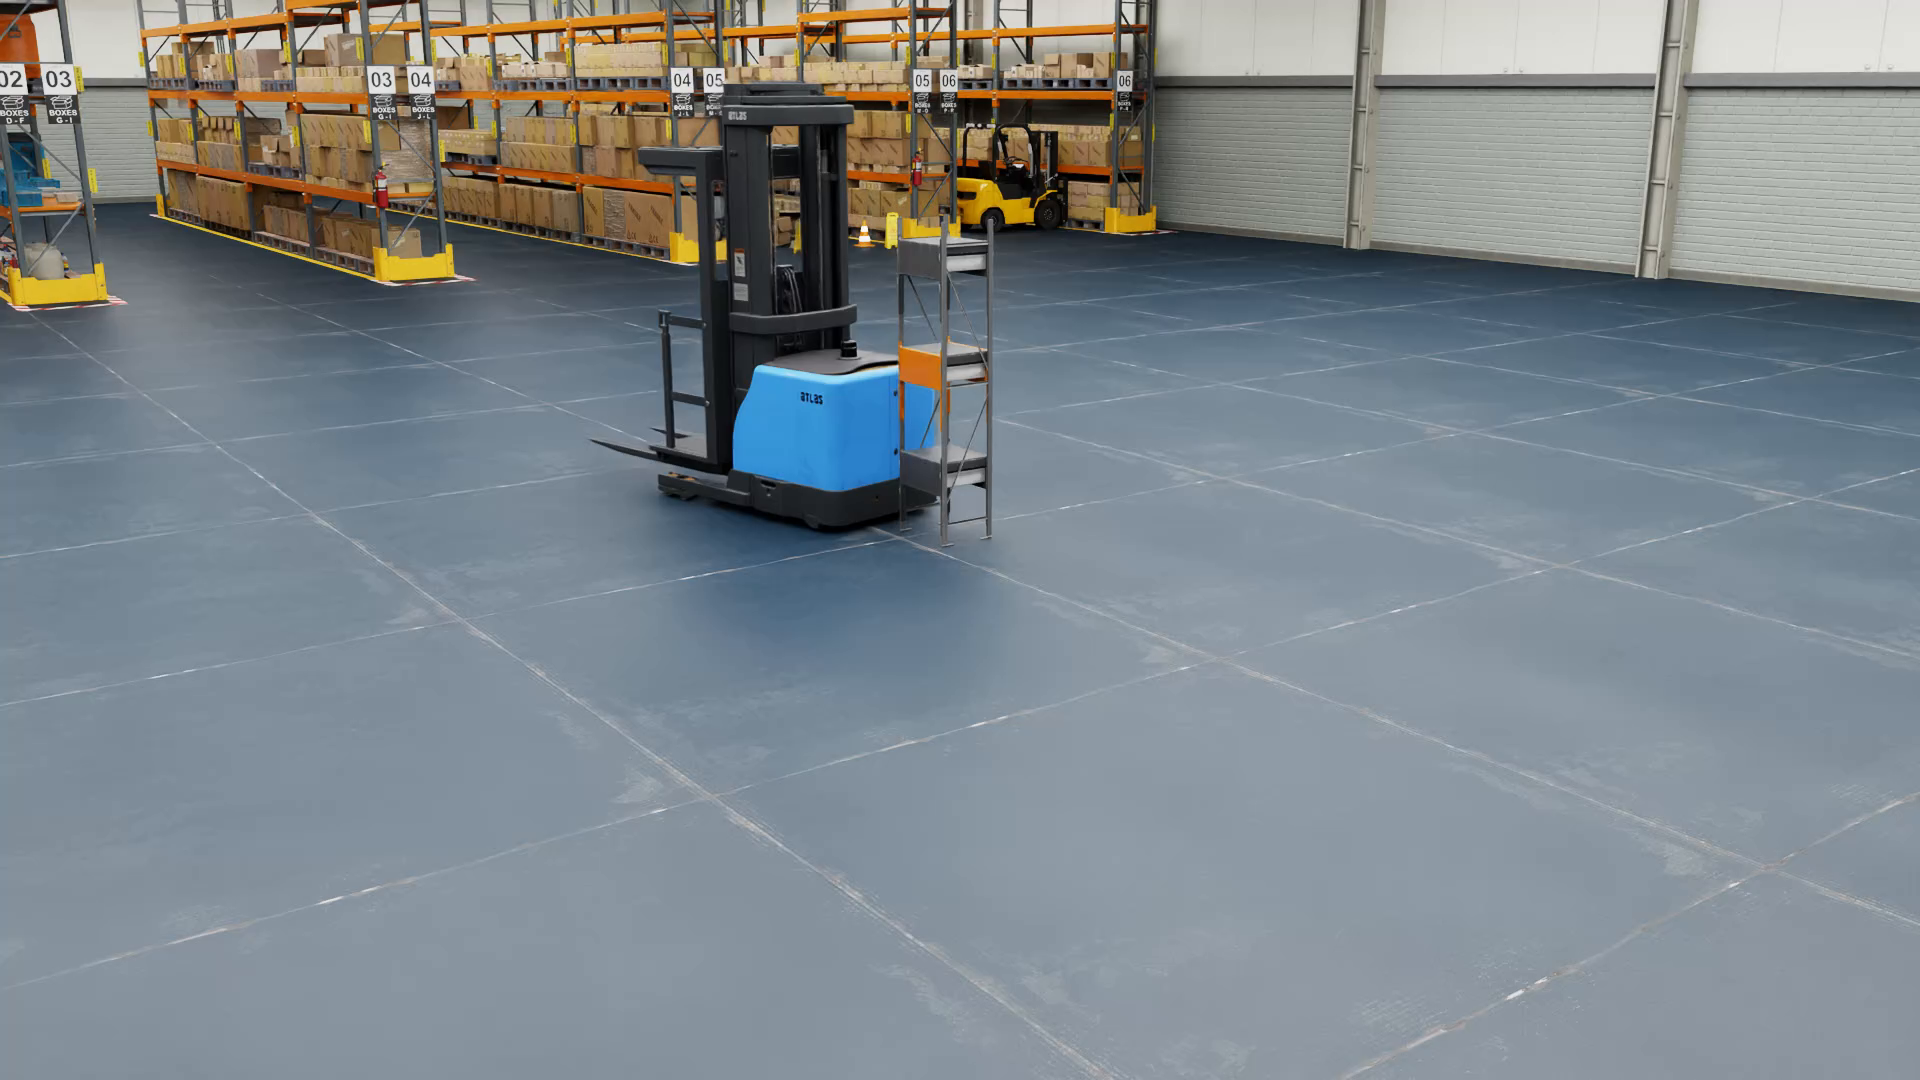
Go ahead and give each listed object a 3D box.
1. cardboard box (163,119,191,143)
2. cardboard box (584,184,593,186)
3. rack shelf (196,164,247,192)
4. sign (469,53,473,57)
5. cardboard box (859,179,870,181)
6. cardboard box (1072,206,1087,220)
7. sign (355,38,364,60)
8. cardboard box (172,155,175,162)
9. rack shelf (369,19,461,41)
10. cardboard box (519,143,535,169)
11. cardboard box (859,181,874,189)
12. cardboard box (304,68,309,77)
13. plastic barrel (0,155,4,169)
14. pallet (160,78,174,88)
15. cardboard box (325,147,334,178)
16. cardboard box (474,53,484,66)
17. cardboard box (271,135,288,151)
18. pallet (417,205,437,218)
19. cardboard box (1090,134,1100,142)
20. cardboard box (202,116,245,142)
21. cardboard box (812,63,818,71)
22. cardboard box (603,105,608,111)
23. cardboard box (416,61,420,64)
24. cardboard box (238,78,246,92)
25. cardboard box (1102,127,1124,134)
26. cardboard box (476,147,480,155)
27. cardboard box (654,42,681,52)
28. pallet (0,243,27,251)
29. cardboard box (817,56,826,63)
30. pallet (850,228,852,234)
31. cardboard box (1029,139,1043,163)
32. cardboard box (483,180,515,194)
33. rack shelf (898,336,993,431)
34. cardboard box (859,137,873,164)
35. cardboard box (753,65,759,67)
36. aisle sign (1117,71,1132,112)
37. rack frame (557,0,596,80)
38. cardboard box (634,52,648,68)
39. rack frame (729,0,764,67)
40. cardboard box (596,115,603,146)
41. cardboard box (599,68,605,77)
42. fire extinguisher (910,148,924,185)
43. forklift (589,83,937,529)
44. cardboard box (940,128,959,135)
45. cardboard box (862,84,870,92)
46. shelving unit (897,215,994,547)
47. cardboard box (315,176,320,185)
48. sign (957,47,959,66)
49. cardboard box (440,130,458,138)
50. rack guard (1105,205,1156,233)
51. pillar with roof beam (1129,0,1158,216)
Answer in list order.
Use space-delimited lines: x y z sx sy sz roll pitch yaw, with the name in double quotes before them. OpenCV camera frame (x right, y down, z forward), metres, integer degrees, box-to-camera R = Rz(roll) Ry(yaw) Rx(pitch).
"cardboard box" -17.251 -9.037 36.713 0.500 0.500 0.500 -11 19 -36
"cardboard box" -9.433 -9.345 43.595 0.875 0.438 0.875 -12 19 -36
"rack shelf" -14.390 -7.337 33.564 1.077 0.370 4.000 -11 19 -35
"sign" -11.048 -10.833 37.565 0.100 0.325 0.005 -11 19 -35
"cardboard box" -2.203 -8.840 41.633 0.500 0.500 0.500 -10 18 -32
"cardboard box" 2.702 -6.894 34.994 0.500 0.250 0.500 -11 19 -35
"sign" -8.971 -7.341 24.855 0.100 0.325 0.005 -11 19 -35
"cardboard box" -17.071 -8.389 36.520 0.380 0.149 0.250 -11 19 -36
"rack shelf" -12.670 -11.832 38.628 1.077 0.370 4.000 -11 19 -35
"cardboard box" -8.500 -7.700 33.338 0.500 0.500 0.500 -11 19 -35
"cardboard box" -1.745 -6.947 32.540 0.380 0.149 0.250 -10 18 -32
"cardboard box" -10.709 -7.806 27.762 0.380 0.149 0.250 -12 19 -37
"plastic barrel" -15.254 -5.938 26.832 0.433 0.535 0.433 0 15 0
"pallet" -16.752 -9.952 36.241 1.003 0.211 1.213 -11 19 -35
"cardboard box" -10.007 -6.286 27.607 0.875 0.500 0.500 -11 19 -35
"cardboard box" -9.904 -10.023 34.693 0.396 0.266 0.258 -11 19 -35
"cardboard box" -12.455 -7.295 31.063 0.700 0.500 0.500 -8 17 -26
"pallet" -11.918 -7.652 38.636 1.003 0.211 1.213 -11 19 -35
"cardboard box" 2.914 -8.300 34.301 0.380 0.149 0.250 -11 18 -34
"cardboard box" -15.184 -8.508 34.390 0.797 0.503 0.637 -11 19 -36
"cardboard box" -2.749 -9.482 33.323 0.380 0.149 0.250 -10 18 -33
"cardboard box" -8.689 -10.792 41.512 0.380 0.149 0.250 -11 19 -36
"cardboard box" -12.063 -10.747 37.559 0.380 0.149 0.250 -10 18 -33
"cardboard box" -13.144 -8.492 31.022 0.500 0.250 0.500 -10 18 -34
"cardboard box" 3.137 -8.407 34.127 0.380 0.149 0.250 -11 19 -34
"cardboard box" -9.949 -8.174 34.940 0.380 0.149 0.250 -11 19 -35
"cardboard box" -4.911 -8.277 27.935 0.380 0.149 0.250 -11 19 -34
"pallet" -16.796 -4.972 28.842 1.003 0.211 1.213 -11 19 -35
"cardboard box" -3.167 -10.051 34.977 0.500 0.250 0.500 -11 19 -36
"pallet" -2.423 -6.458 34.272 1.003 0.211 1.213 -11 19 -35
"cardboard box" 1.835 -8.409 35.927 0.500 0.500 0.500 -11 19 -35
"cardboard box" -9.757 -7.469 35.203 0.500 0.250 0.500 -11 19 -36
"rack shelf" -0.097 -1.035 10.932 0.431 0.518 0.480 -11 19 -35
"cardboard box" -1.618 -7.567 32.288 0.500 0.500 0.500 -11 19 -35
"cardboard box" -5.241 -12.683 44.827 0.500 0.250 0.500 -11 19 -35
"aisle sign" 3.320 -9.053 33.544 0.394 0.787 0.004 -11 19 -35
"rack frame" -9.902 -13.397 42.979 1.000 3.000 0.127 -11 19 -35
"cardboard box" -5.246 -8.234 28.532 0.500 0.250 0.500 -11 19 -34
"rack frame" -5.889 -14.168 45.796 1.000 3.000 0.127 -11 19 -35
"cardboard box" -6.184 -7.561 30.689 0.875 0.550 0.550 -11 19 -35
"cardboard box" -6.252 -8.380 29.821 0.380 0.149 0.250 -11 19 -35
"fire extinguisher" -0.800 -6.954 30.947 0.296 0.674 0.183 -11 19 -35
"forklift" -1.590 -1.795 12.081 3.031 2.935 1.130 13 20 40
"cardboard box" -0.238 -9.499 38.683 0.380 0.149 0.250 -11 19 -35
"cardboard box" -1.661 -8.723 32.059 0.380 0.149 0.250 -11 19 -36
"shelving unit" -0.097 -1.048 10.928 0.431 2.100 0.503 -11 19 -35
"cardboard box" -10.673 -6.085 28.101 0.380 0.149 0.250 -11 19 -35
"sign" -0.055 -9.040 31.084 0.100 0.325 0.005 -11 19 -35
"cardboard box" -11.173 -8.905 36.483 0.380 0.149 0.250 -11 19 -35
"rack guard" 3.533 -6.647 34.417 1.175 0.500 0.348 -11 19 -35
"pillar with roof beam" 0.356 -10.372 31.926 9.100 9.000 0.400 -11 19 -35
